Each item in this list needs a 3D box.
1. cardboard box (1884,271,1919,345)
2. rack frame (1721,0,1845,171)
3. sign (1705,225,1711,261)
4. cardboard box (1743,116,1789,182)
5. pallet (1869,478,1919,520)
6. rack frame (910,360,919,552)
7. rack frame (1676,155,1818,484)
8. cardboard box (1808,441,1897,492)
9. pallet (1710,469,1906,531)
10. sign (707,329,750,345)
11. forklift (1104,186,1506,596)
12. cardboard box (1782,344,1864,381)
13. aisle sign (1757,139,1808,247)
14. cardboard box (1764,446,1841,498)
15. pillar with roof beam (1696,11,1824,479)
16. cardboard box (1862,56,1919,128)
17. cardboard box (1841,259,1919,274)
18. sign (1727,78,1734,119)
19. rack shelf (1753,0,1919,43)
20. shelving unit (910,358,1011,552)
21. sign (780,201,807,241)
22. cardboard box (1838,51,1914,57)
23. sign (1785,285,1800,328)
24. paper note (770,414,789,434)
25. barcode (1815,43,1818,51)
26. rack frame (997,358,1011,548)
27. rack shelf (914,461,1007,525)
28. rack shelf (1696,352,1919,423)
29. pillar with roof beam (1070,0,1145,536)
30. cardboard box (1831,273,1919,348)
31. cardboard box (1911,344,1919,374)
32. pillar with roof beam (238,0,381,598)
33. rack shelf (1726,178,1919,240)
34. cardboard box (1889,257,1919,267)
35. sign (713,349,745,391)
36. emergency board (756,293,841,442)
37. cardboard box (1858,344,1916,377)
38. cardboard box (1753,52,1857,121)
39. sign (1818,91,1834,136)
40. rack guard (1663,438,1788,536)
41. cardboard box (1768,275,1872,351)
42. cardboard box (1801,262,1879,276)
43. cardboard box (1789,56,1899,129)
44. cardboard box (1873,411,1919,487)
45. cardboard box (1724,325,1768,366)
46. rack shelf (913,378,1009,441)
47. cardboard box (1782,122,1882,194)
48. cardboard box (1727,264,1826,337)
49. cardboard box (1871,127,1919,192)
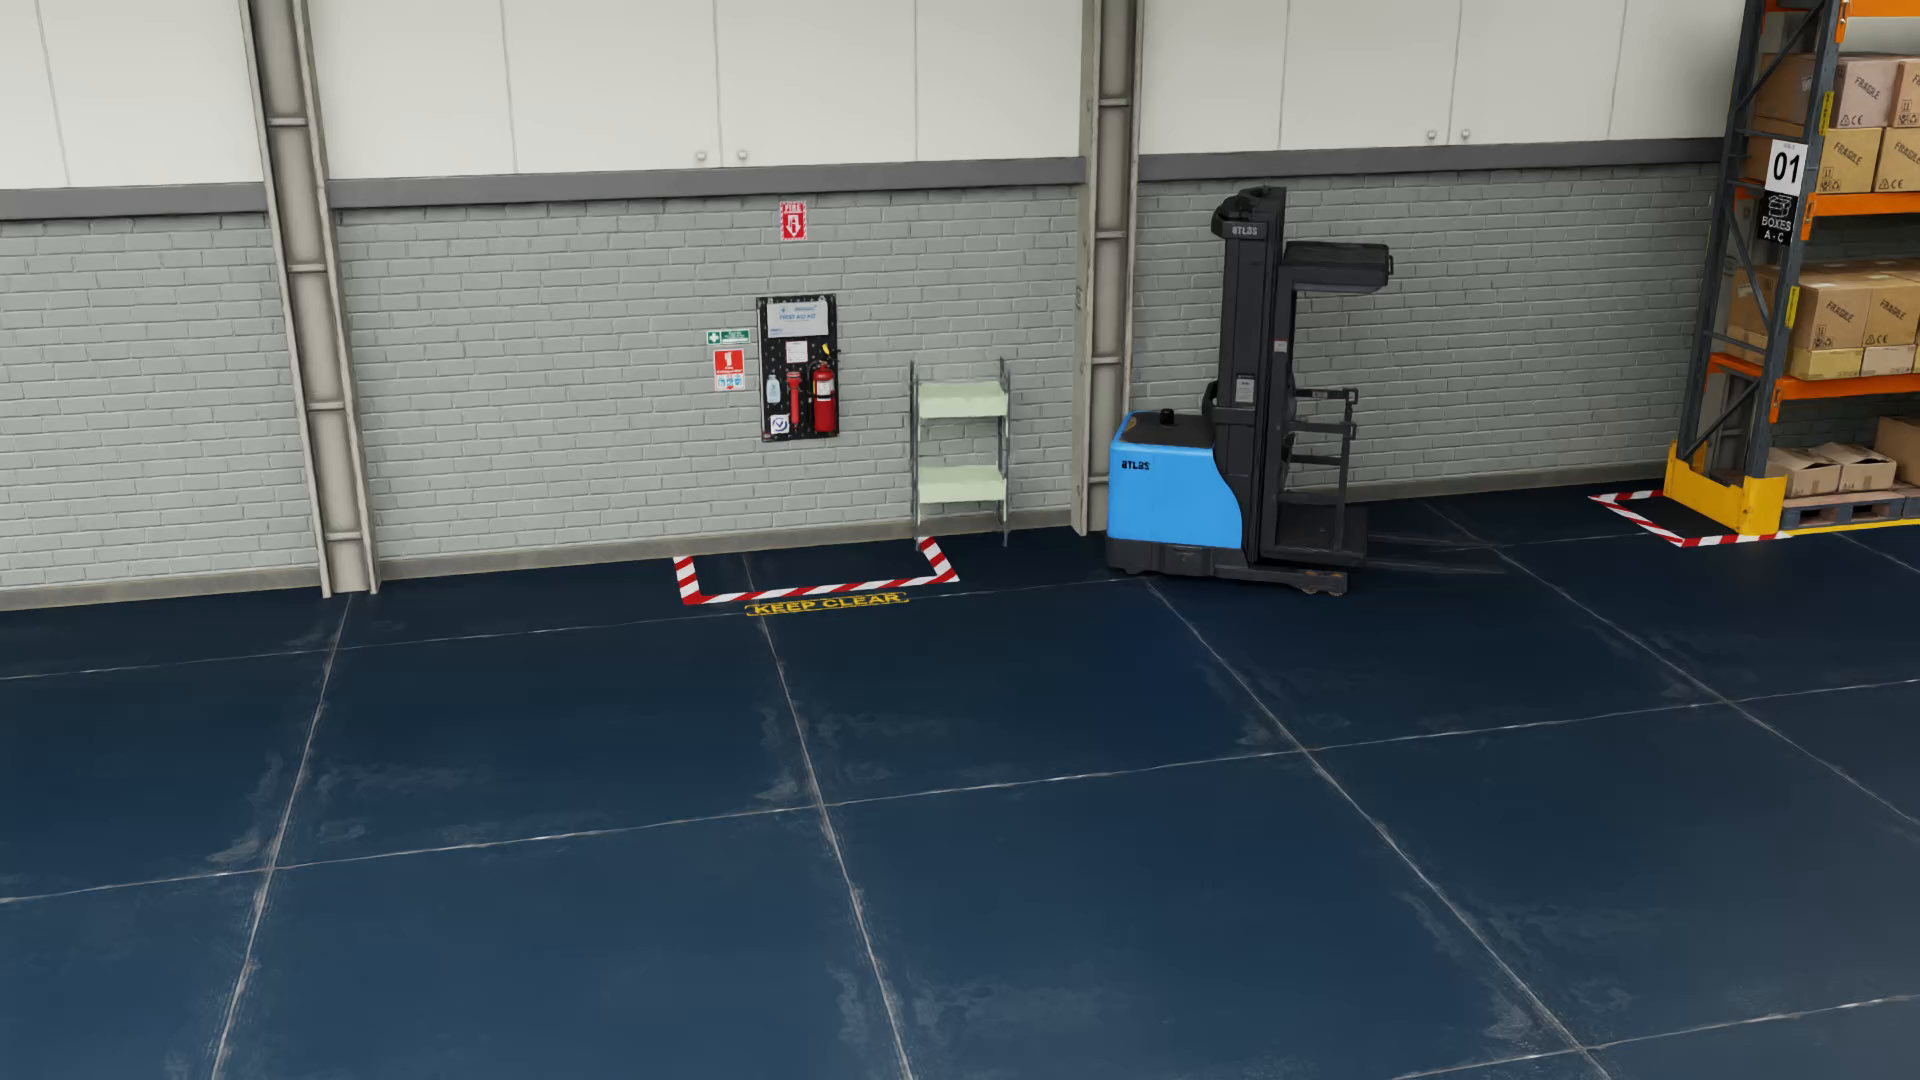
[{"bbox_3d":[8.043,-1.943,13.858,0.500,0.500,0.500,-5,21,-14],"label":"cardboard box"},{"bbox_3d":[6.522,-4.458,12.900,0.127,3.000,1.000,-5,21,-12],"label":"rack frame"},{"bbox_3d":[6.413,-2.520,14.190,0.005,0.325,0.100,-5,21,-12],"label":"sign"},{"bbox_3d":[6.869,-3.223,13.717,0.500,0.500,0.500,-3,20,-9],"label":"cardboard box"},{"bbox_3d":[8.579,-0.485,14.832,1.213,0.211,1.003,-5,21,-12],"label":"pallet"},{"bbox_3d":[-0.369,-0.671,13.443,0.023,1.500,0.400,-3,23,-8],"label":"rack frame"},{"bbox_3d":[6.522,-1.641,13.932,0.127,3.000,1.000,-5,21,-12],"label":"rack frame"},{"bbox_3d":[7.770,-0.654,14.510,0.500,0.311,0.500,-3,20,-8],"label":"cardboard box"},{"bbox_3d":[7.394,-0.390,14.572,1.213,0.211,1.003,-5,21,-12],"label":"pallet"},{"bbox_3d":[-1.804,-1.582,12.949,0.331,0.109,0.001,-5,21,-12],"label":"sign"},{"bbox_3d":[2.710,-1.153,12.700,3.031,2.935,1.130,5,21,13],"label":"forklift"},{"bbox_3d":[7.070,-1.512,13.770,0.500,0.250,0.500,-5,21,-14],"label":"cardboard box"},{"bbox_3d":[6.521,-2.755,13.195,0.004,0.787,0.394,-5,21,-12],"label":"aisle sign"},{"bbox_3d":[7.216,-0.609,14.386,0.500,0.311,0.500,-7,21,-19],"label":"cardboard box"},{"bbox_3d":[7.994,-3.361,9.908,0.400,9.000,9.100,-5,21,-12],"label":"pillar with roof beam"},{"bbox_3d":[7.452,-3.547,13.147,0.500,0.500,0.500,-5,21,-13],"label":"cardboard box"},{"bbox_3d":[7.926,-2.119,14.337,0.500,0.500,0.500,-5,21,-14],"label":"cardboard box"},{"bbox_3d":[6.413,-3.652,13.776,0.005,0.325,0.100,-5,21,-12],"label":"sign"},{"bbox_3d":[8.468,-4.276,13.457,4.000,0.370,1.077,-5,21,-12],"label":"rack shelf"},{"bbox_3d":[-0.007,-0.688,13.493,0.755,1.500,0.431,-3,23,-8],"label":"shelving unit"},{"bbox_3d":[-1.280,-2.449,12.769,0.199,0.298,0.001,-5,21,-12],"label":"sign"},{"bbox_3d":[7.409,-3.743,13.684,0.500,0.500,0.500,-3,20,-9],"label":"cardboard box"},{"bbox_3d":[6.647,-1.865,13.288,0.005,0.325,0.100,-5,21,-12],"label":"sign"},{"bbox_3d":[-1.437,-0.923,13.255,0.142,0.148,0.016,-5,21,-12],"label":"paper note"},{"bbox_3d":[7.098,-4.071,13.734,0.075,0.075,0.001,-5,21,-12],"label":"barcode"},{"bbox_3d":[0.355,-0.705,13.542,0.023,1.500,0.400,-3,23,-8],"label":"rack frame"},{"bbox_3d":[-0.010,-0.386,13.617,0.720,0.370,0.431,-3,23,-8],"label":"rack shelf"},{"bbox_3d":[8.468,-1.461,14.488,4.000,0.370,1.077,-5,21,-12],"label":"rack shelf"},{"bbox_3d":[2.155,-2.887,8.612,0.400,9.000,9.100,-5,21,-12],"label":"pillar with roof beam"},{"bbox_3d":[7.539,-1.905,13.752,0.500,0.500,0.500,-5,21,-12],"label":"cardboard box"},{"bbox_3d":[8.069,-1.596,14.000,0.500,0.250,0.500,-5,21,-13],"label":"cardboard box"},{"bbox_3d":[-3.684,-2.412,7.315,0.400,9.000,9.100,-5,21,-12],"label":"pillar with roof beam"},{"bbox_3d":[8.468,-2.870,13.972,4.000,0.370,1.077,-5,21,-12],"label":"rack shelf"},{"bbox_3d":[8.416,-2.159,14.446,0.500,0.500,0.500,-4,21,-12],"label":"cardboard box"},{"bbox_3d":[-1.811,-1.335,13.047,0.234,0.329,0.001,-5,21,-12],"label":"sign"},{"bbox_3d":[-1.249,-1.328,13.078,0.643,1.169,0.194,-5,21,-12],"label":"emergency board"},{"bbox_3d":[7.572,-1.558,13.895,0.500,0.250,0.500,-5,21,-14],"label":"cardboard box"},{"bbox_3d":[6.881,-3.697,13.556,0.500,0.500,0.500,-4,20,-10],"label":"cardboard box"},{"bbox_3d":[6.647,-3.278,12.770,0.005,0.325,0.100,-5,21,-12],"label":"sign"},{"bbox_3d":[6.596,-0.473,14.379,0.348,0.500,1.175,-5,21,-12],"label":"rack guard"},{"bbox_3d":[7.055,-1.869,13.654,0.500,0.500,0.500,-5,21,-12],"label":"cardboard box"},{"bbox_3d":[7.424,-2.077,14.222,0.500,0.500,0.500,-4,21,-12],"label":"cardboard box"},{"bbox_3d":[6.952,-3.524,13.085,0.500,0.500,0.500,-6,21,-16],"label":"cardboard box"},{"bbox_3d":[8.496,-0.785,14.590,0.500,0.500,0.700,-6,21,-16],"label":"cardboard box"},{"bbox_3d":[6.932,-1.681,14.233,0.500,0.250,0.500,-4,21,-12],"label":"cardboard box"},{"bbox_3d":[-0.003,-1.049,13.344,0.720,0.370,0.431,-3,23,-8],"label":"rack shelf"},{"bbox_3d":[6.905,-3.048,13.239,0.500,0.500,0.500,-4,21,-11],"label":"cardboard box"},{"bbox_3d":[6.931,-2.040,14.122,0.500,0.500,0.500,-5,21,-13],"label":"cardboard box"},{"bbox_3d":[7.435,-3.079,13.323,0.500,0.500,0.500,-3,20,-9],"label":"cardboard box"}]
